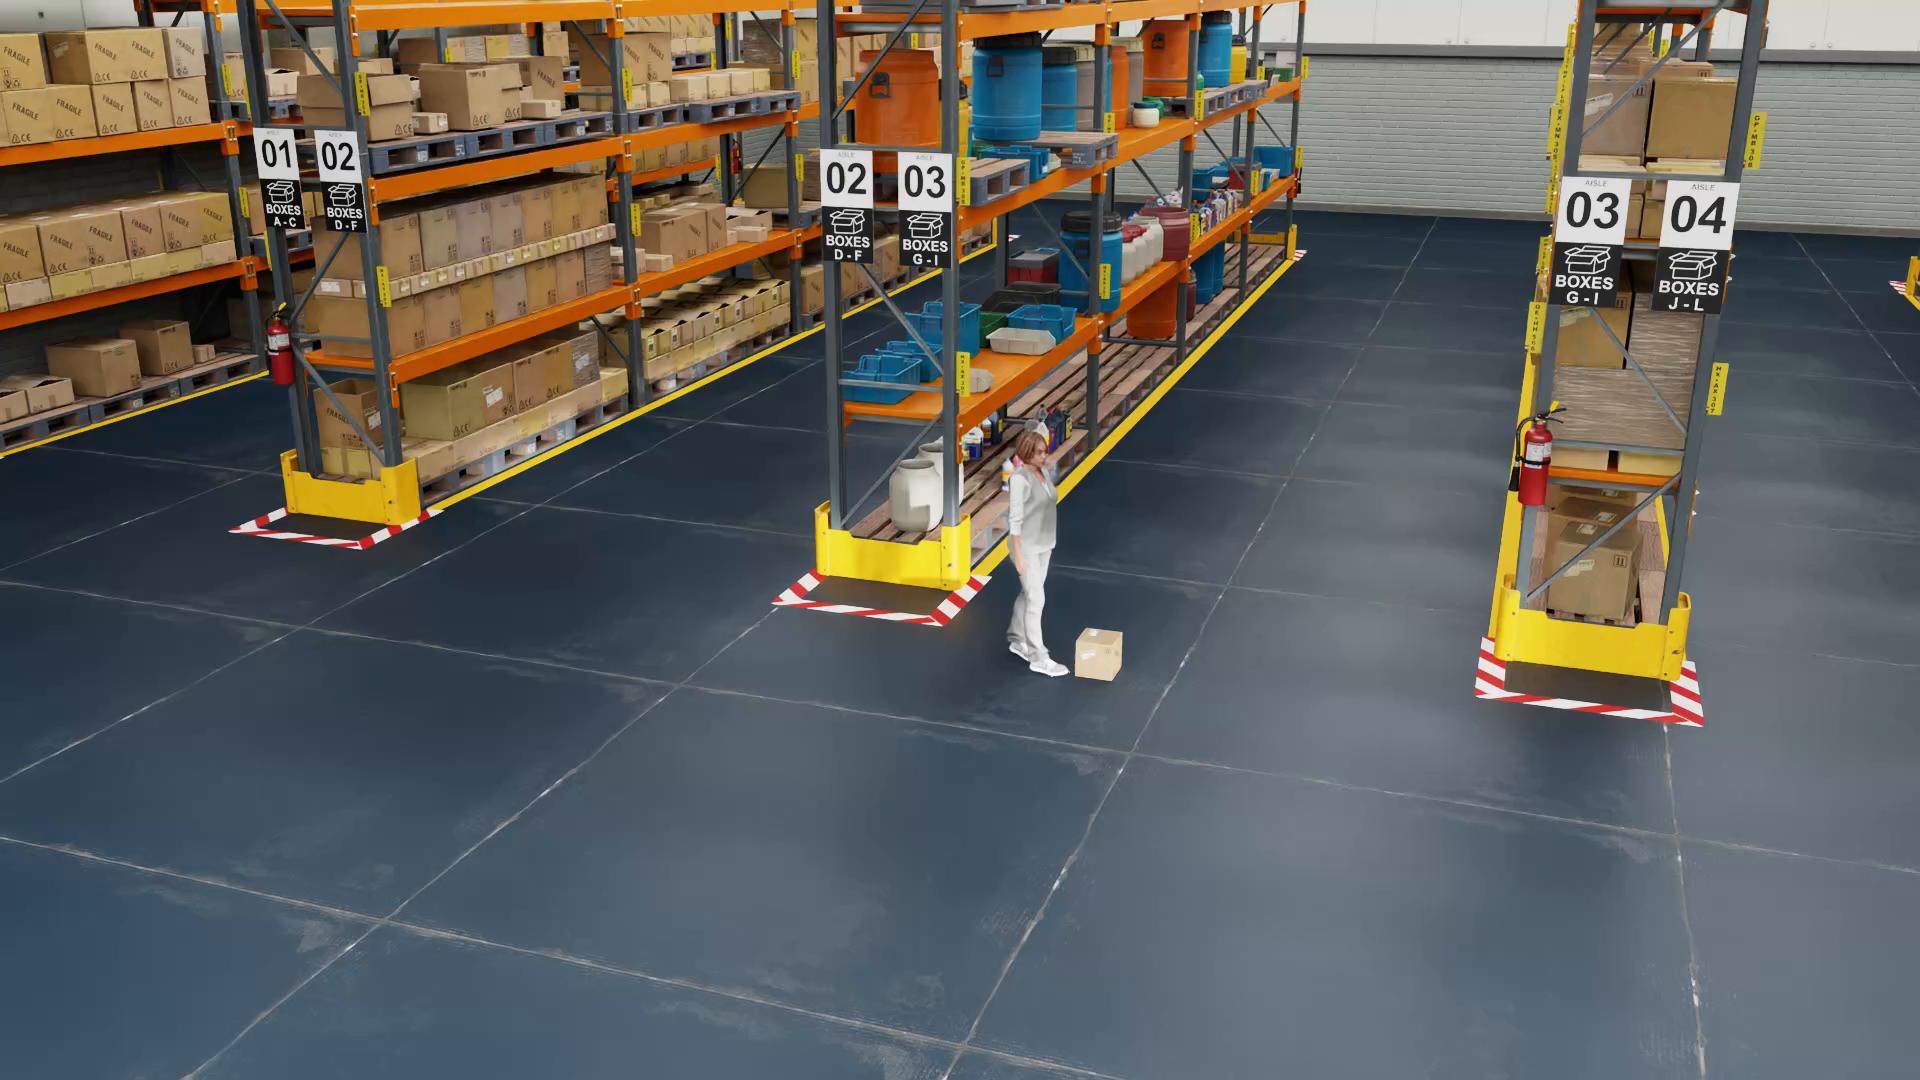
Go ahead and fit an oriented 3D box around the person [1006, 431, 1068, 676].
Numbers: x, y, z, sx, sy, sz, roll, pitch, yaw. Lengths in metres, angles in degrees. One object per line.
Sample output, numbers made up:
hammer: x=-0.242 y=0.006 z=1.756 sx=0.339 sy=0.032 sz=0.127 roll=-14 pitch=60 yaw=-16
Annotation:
person: x=0.516 y=0.068 z=10.859 sx=0.555 sy=1.595 sz=0.422 roll=11 pitch=22 yaw=29
